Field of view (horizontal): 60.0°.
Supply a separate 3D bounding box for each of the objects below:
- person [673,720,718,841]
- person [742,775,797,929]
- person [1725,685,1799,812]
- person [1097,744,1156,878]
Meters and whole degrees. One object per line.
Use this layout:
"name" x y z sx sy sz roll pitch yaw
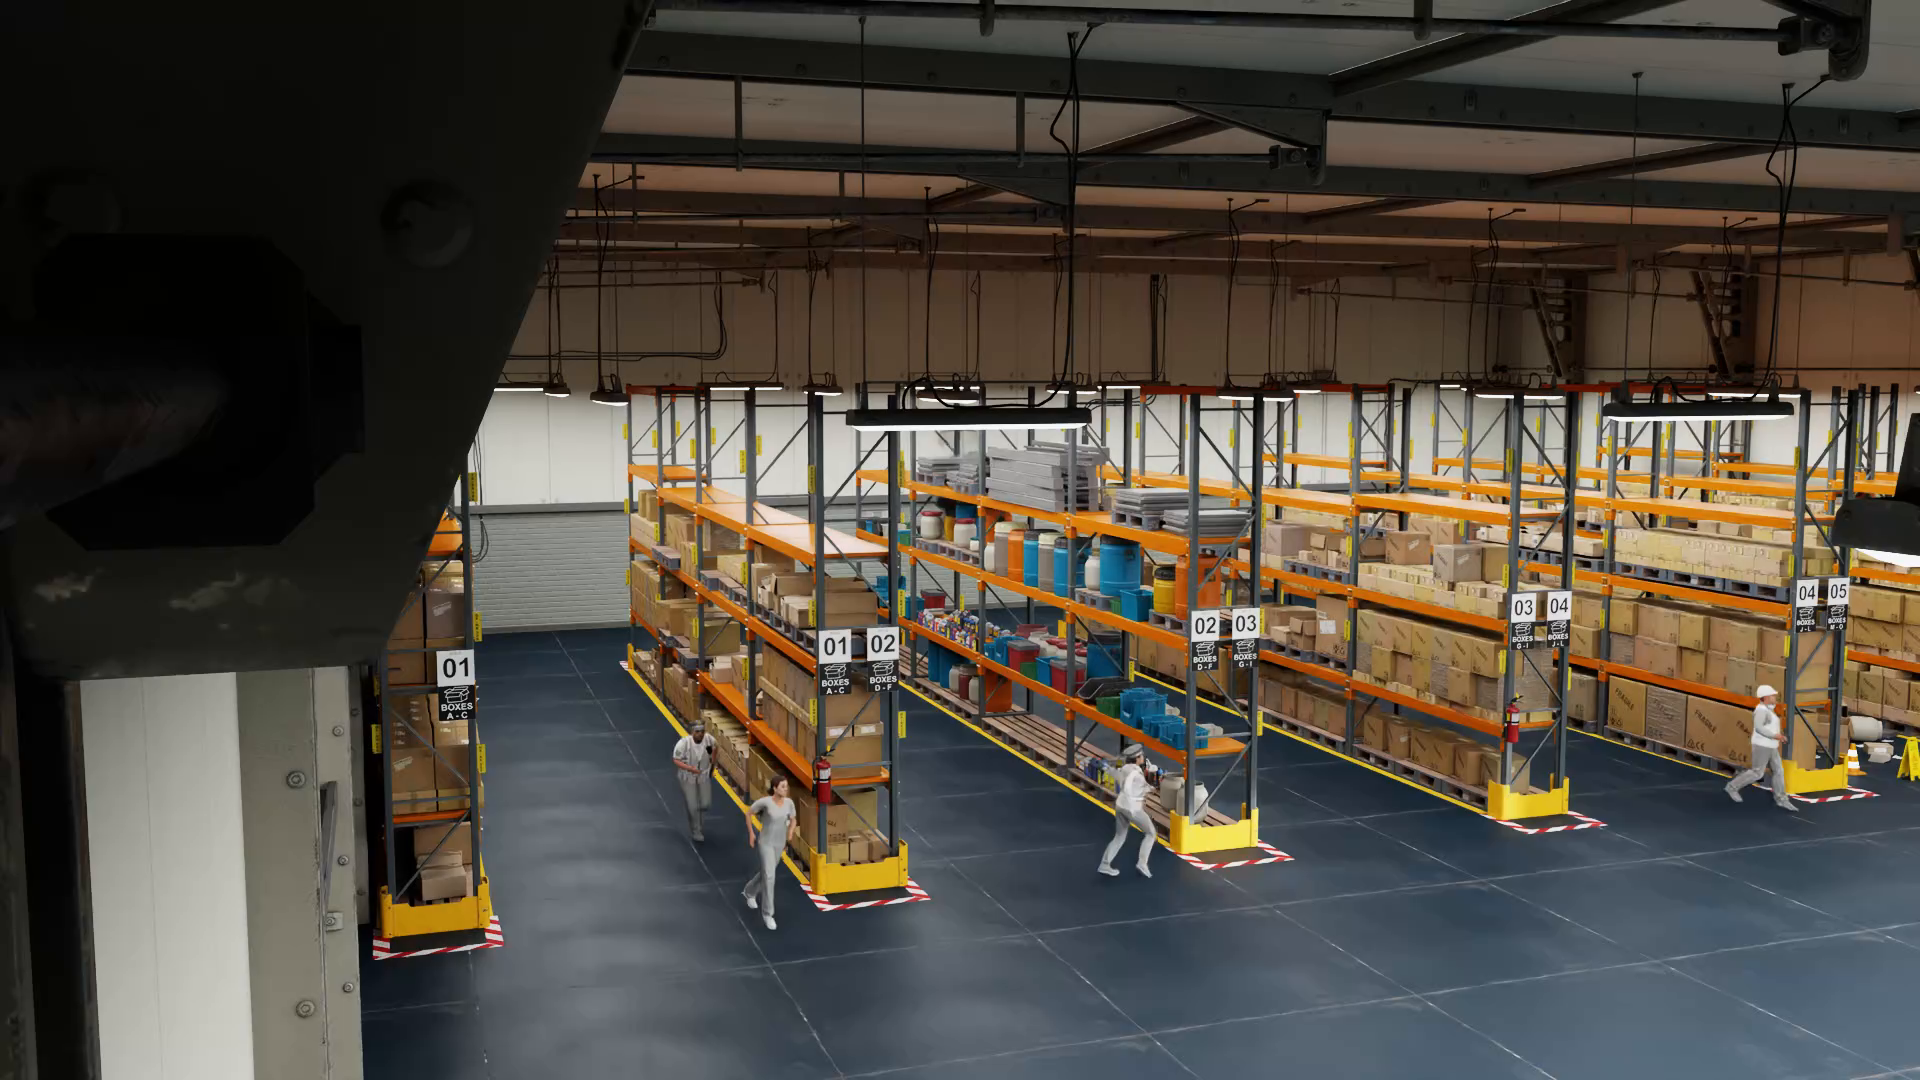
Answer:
"person" -3.531 3.203 22.306 0.653 1.702 0.753 -2 6 -20
"person" -2.161 3.514 19.148 0.605 1.644 0.947 -5 7 -37
"person" 11.608 2.971 23.961 0.976 1.773 0.699 4 7 37
"person" 2.106 3.381 20.653 0.806 1.710 0.605 -2 6 -22
